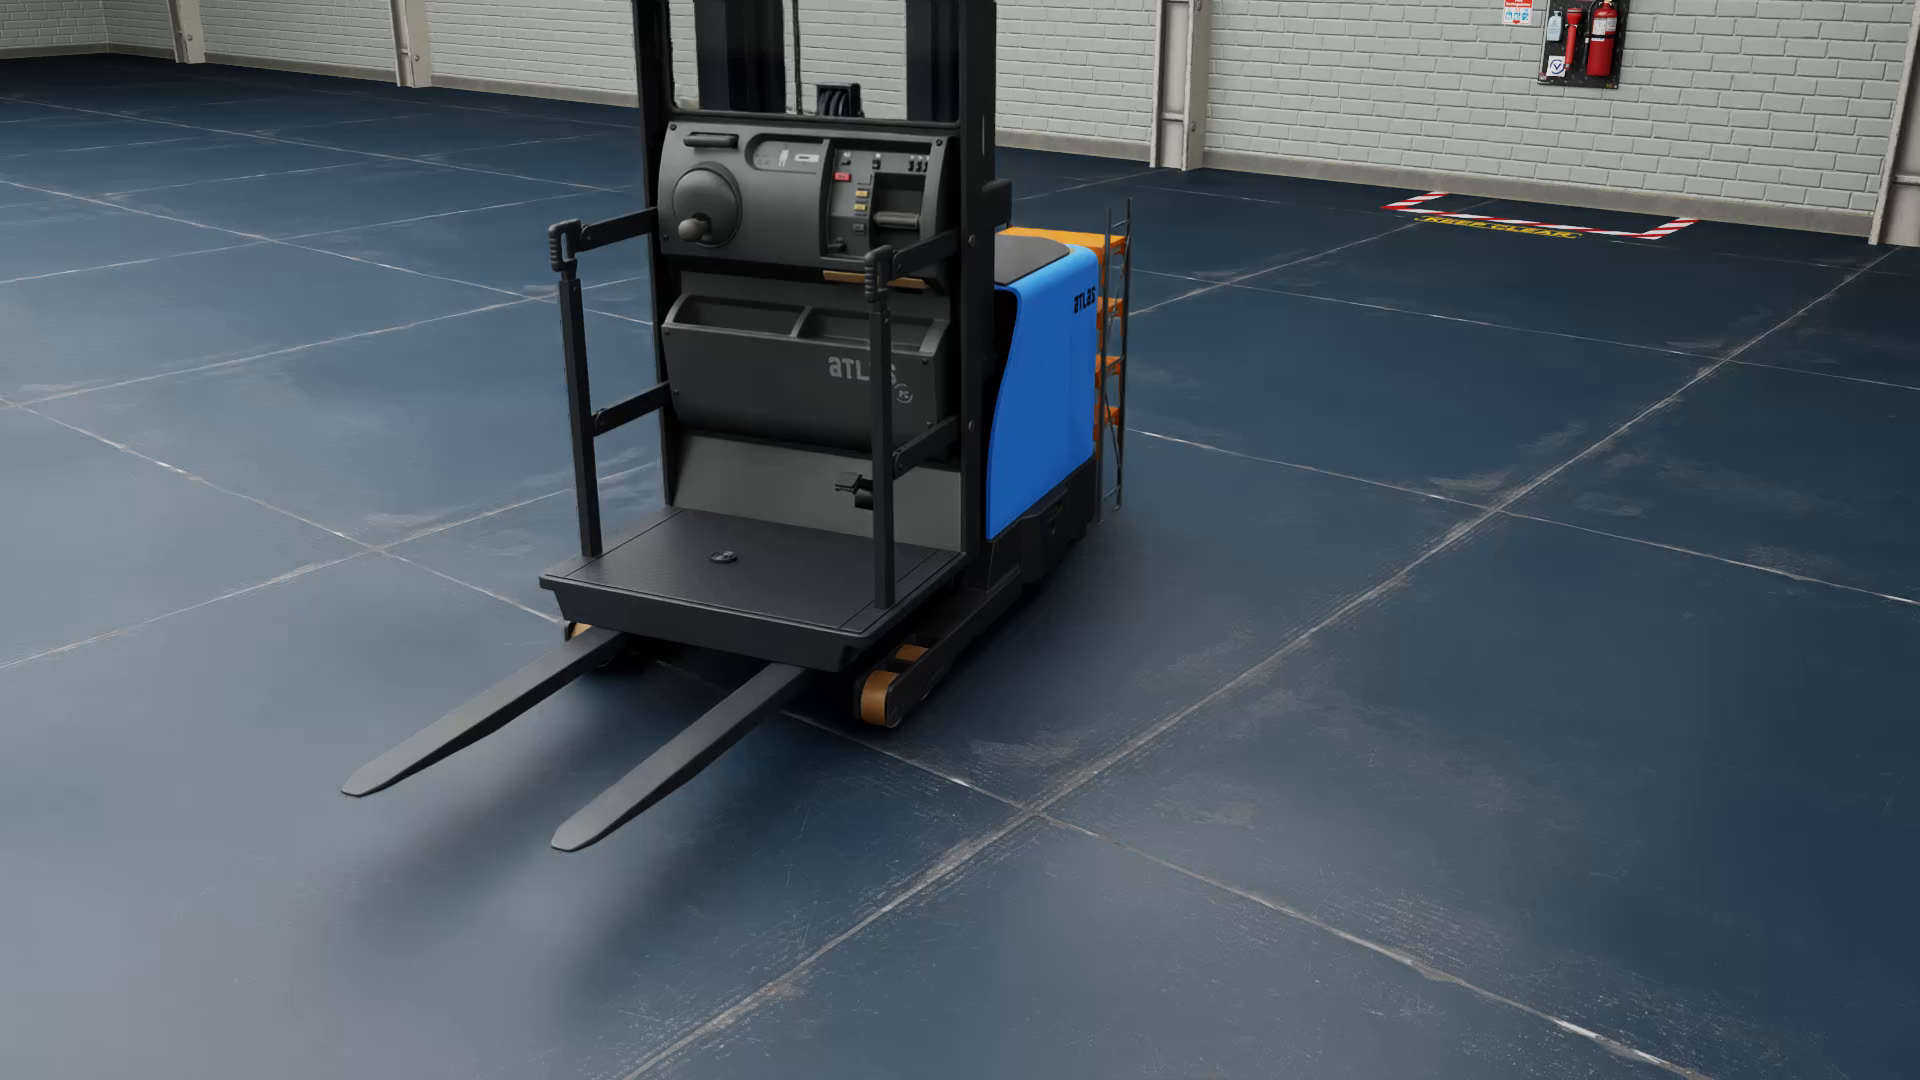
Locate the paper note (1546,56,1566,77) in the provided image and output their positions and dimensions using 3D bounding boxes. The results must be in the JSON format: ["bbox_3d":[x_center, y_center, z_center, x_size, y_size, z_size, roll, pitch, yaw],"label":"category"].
[{"bbox_3d":[4.650,-3.692,12.956,0.142,0.148,0.016,16,26,36],"label":"paper note"}]

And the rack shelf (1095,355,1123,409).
[{"bbox_3d":[0.355,-0.630,6.328,0.480,0.148,0.258,10,23,24],"label":"rack shelf"}]

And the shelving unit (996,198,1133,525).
[{"bbox_3d":[0.355,-0.693,6.305,0.503,1.200,0.258,10,23,24],"label":"shelving unit"}]

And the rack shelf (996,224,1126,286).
[{"bbox_3d":[0.355,-1.061,6.166,0.480,0.148,0.258,10,23,24],"label":"rack shelf"}]

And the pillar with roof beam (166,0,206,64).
[{"bbox_3d":[-14.681,-10.469,21.176,0.400,9.000,9.100,16,26,36],"label":"pillar with roof beam"}]

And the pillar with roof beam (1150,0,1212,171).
[{"bbox_3d":[-0.736,-6.453,10.527,0.400,9.000,9.100,16,26,36],"label":"pillar with roof beam"}]

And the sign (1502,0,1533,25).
[{"bbox_3d":[4.381,-4.214,13.041,0.234,0.329,0.001,16,26,36],"label":"sign"}]

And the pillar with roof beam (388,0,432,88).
[{"bbox_3d":[-10.033,-9.130,17.626,0.400,9.000,9.100,16,26,36],"label":"pillar with roof beam"}]

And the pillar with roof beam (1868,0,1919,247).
[{"bbox_3d":[3.912,-5.114,6.977,0.400,9.000,9.100,16,26,36],"label":"pillar with roof beam"}]

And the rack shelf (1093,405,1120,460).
[{"bbox_3d":[0.355,-0.444,6.398,0.480,0.148,0.258,10,23,24],"label":"rack shelf"}]

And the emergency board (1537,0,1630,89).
[{"bbox_3d":[4.744,-4.046,12.646,0.643,1.169,0.194,16,26,36],"label":"emergency board"}]

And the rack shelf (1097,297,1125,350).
[{"bbox_3d":[0.355,-0.839,6.250,0.480,0.148,0.258,10,23,24],"label":"rack shelf"}]

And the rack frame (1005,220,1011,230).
[{"bbox_3d":[0.135,-0.730,6.404,0.015,1.200,0.240,10,23,24],"label":"rack frame"}]

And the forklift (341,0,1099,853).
[{"bbox_3d":[-0.555,-1.006,4.683,1.130,2.935,3.031,9,22,22],"label":"forklift"}]

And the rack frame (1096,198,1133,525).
[{"bbox_3d":[0.575,-0.655,6.205,0.015,1.200,0.240,10,23,24],"label":"rack frame"}]
